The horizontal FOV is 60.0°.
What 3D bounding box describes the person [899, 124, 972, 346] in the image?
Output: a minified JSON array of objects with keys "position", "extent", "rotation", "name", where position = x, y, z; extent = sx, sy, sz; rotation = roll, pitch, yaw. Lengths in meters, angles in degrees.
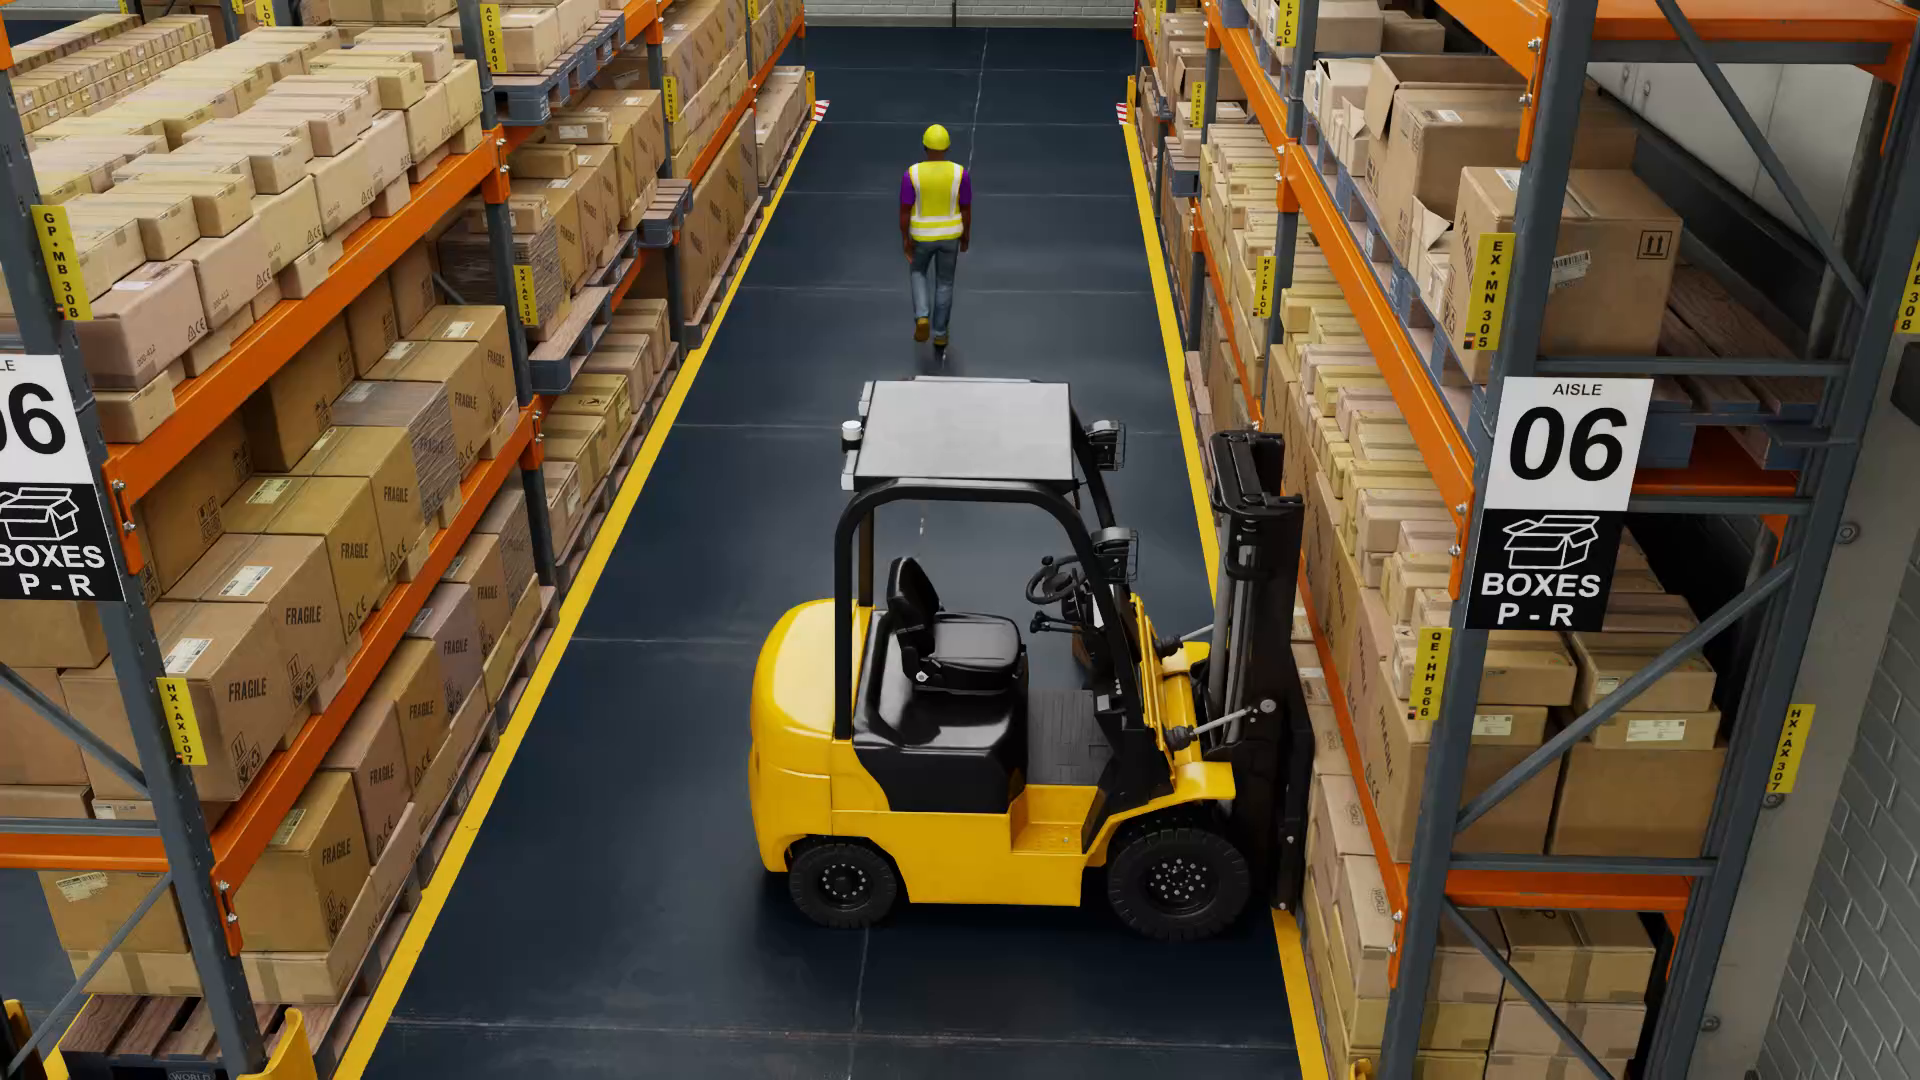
[{"position":[-0.191,-2.408,13.125],"extent":[0.563,1.767,0.456],"rotation":[0,28,-1],"name":"person"}]
